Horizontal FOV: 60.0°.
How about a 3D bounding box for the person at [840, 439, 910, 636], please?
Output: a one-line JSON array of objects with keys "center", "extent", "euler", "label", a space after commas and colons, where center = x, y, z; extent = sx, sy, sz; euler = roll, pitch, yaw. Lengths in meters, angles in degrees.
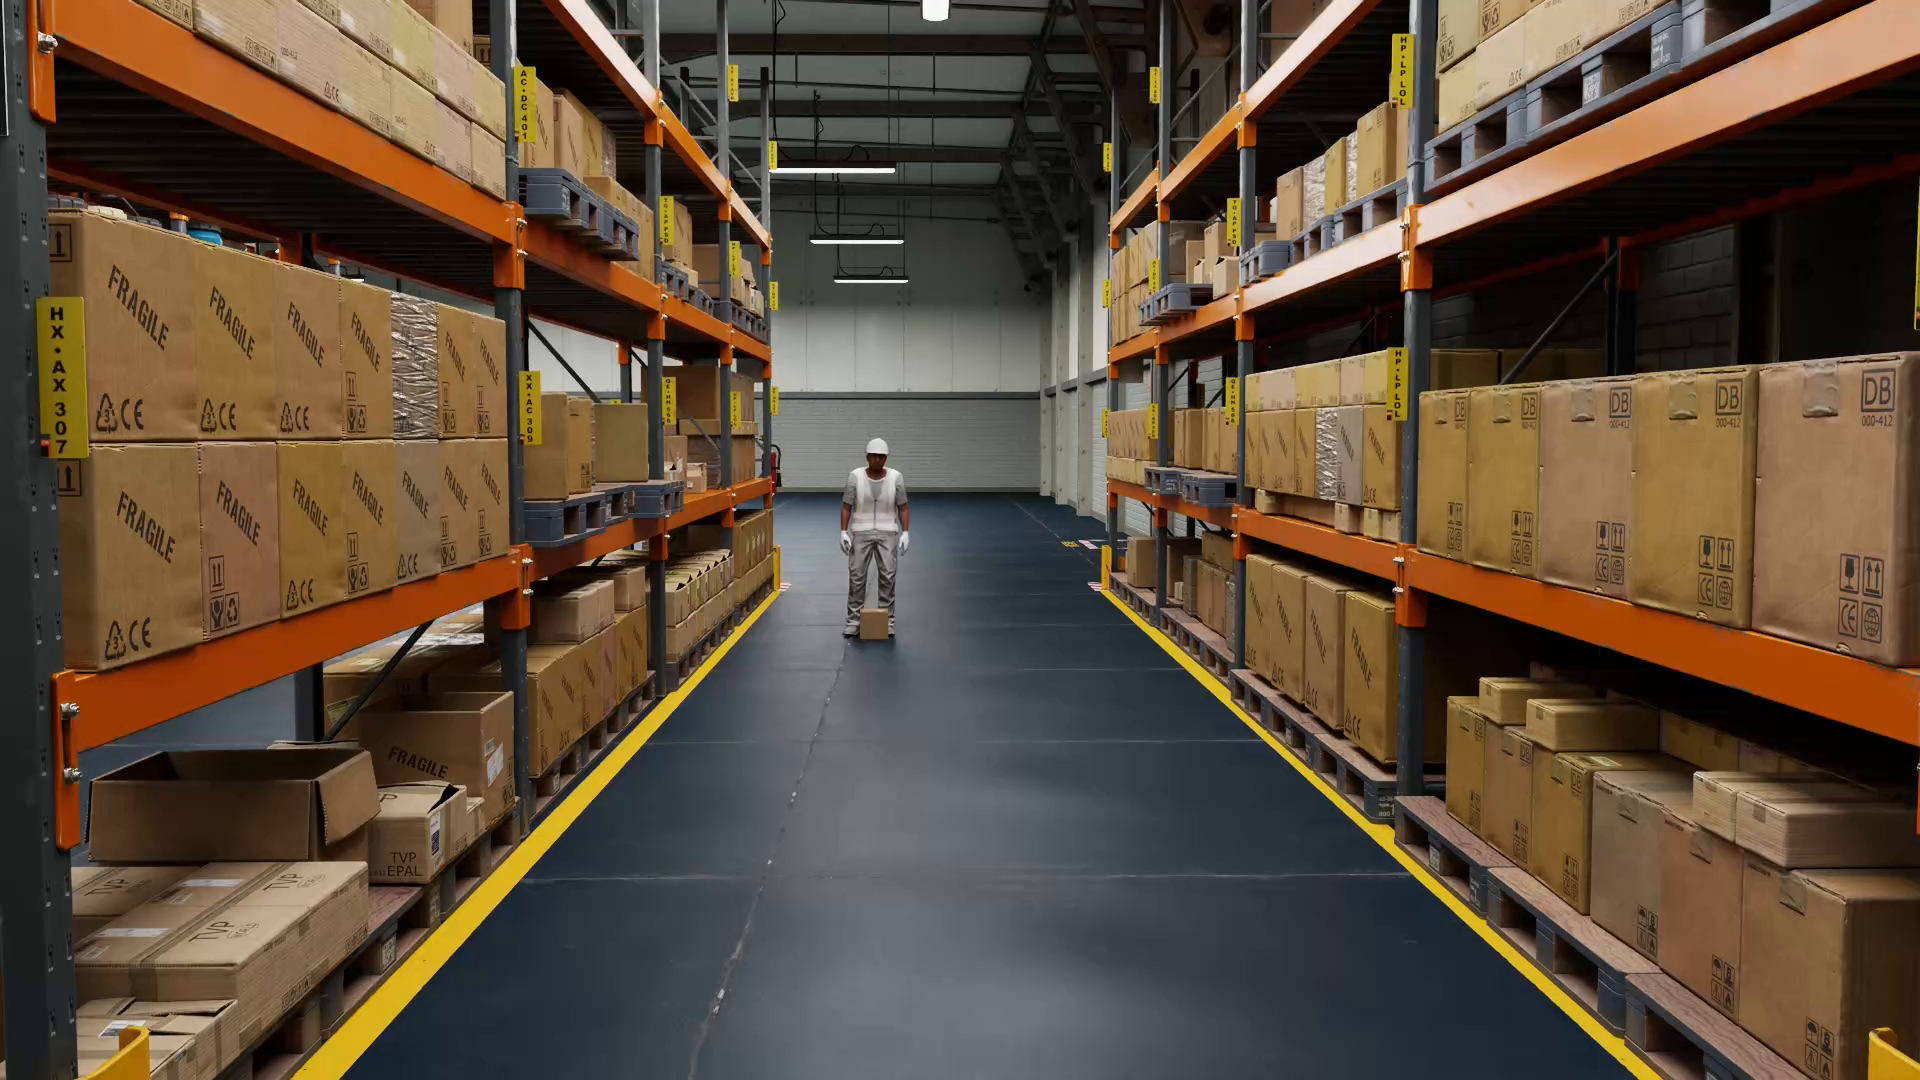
[{"center": [-0.768, -0.026, 14.989], "extent": [0.629, 1.774, 0.445], "euler": [0, 4, -5], "label": "person"}]
